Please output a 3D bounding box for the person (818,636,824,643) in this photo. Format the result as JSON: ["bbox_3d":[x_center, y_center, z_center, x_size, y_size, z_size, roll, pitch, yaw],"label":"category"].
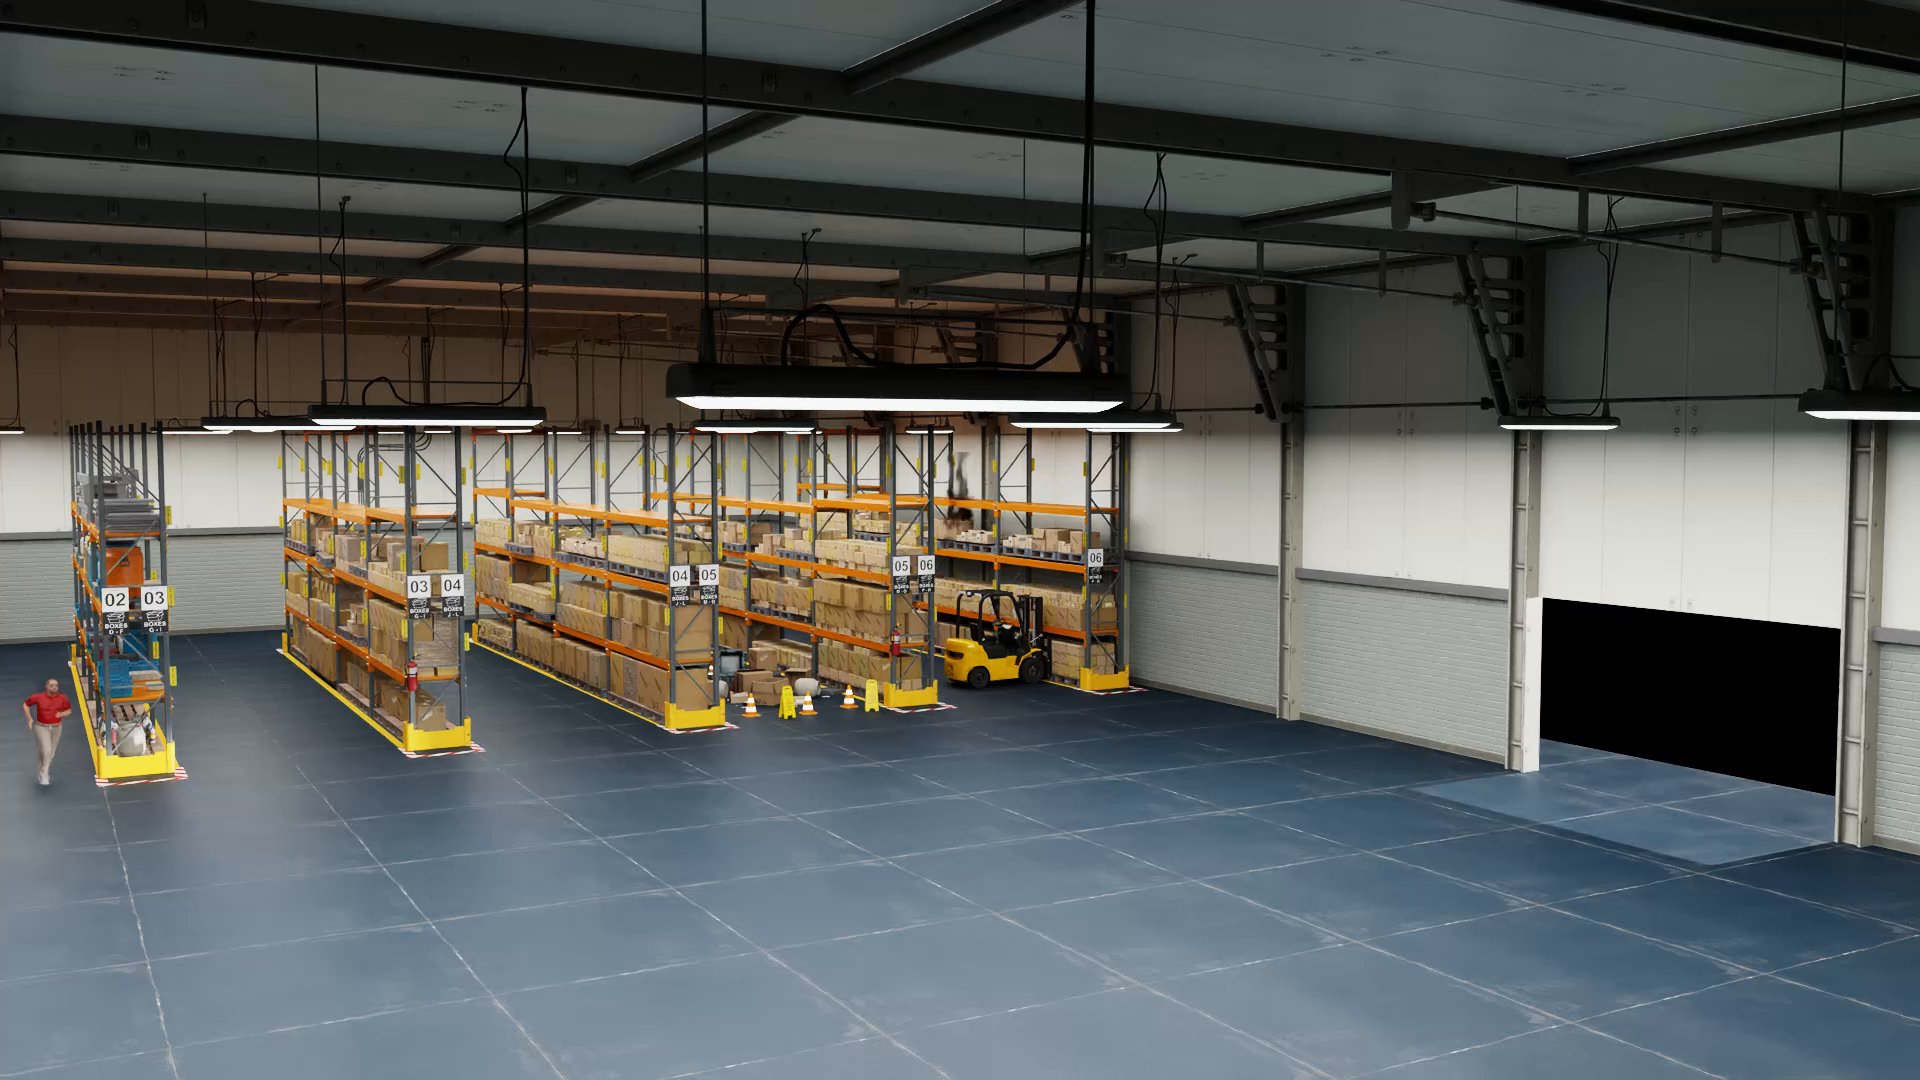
[{"bbox_3d":[-3.471,2.216,43.312,0.572,1.693,0.865,-2,4,-27],"label":"person"}]

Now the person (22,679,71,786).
[{"bbox_3d":[-15.126,3.191,27.616,0.741,1.778,0.651,3,5,40],"label":"person"}]
